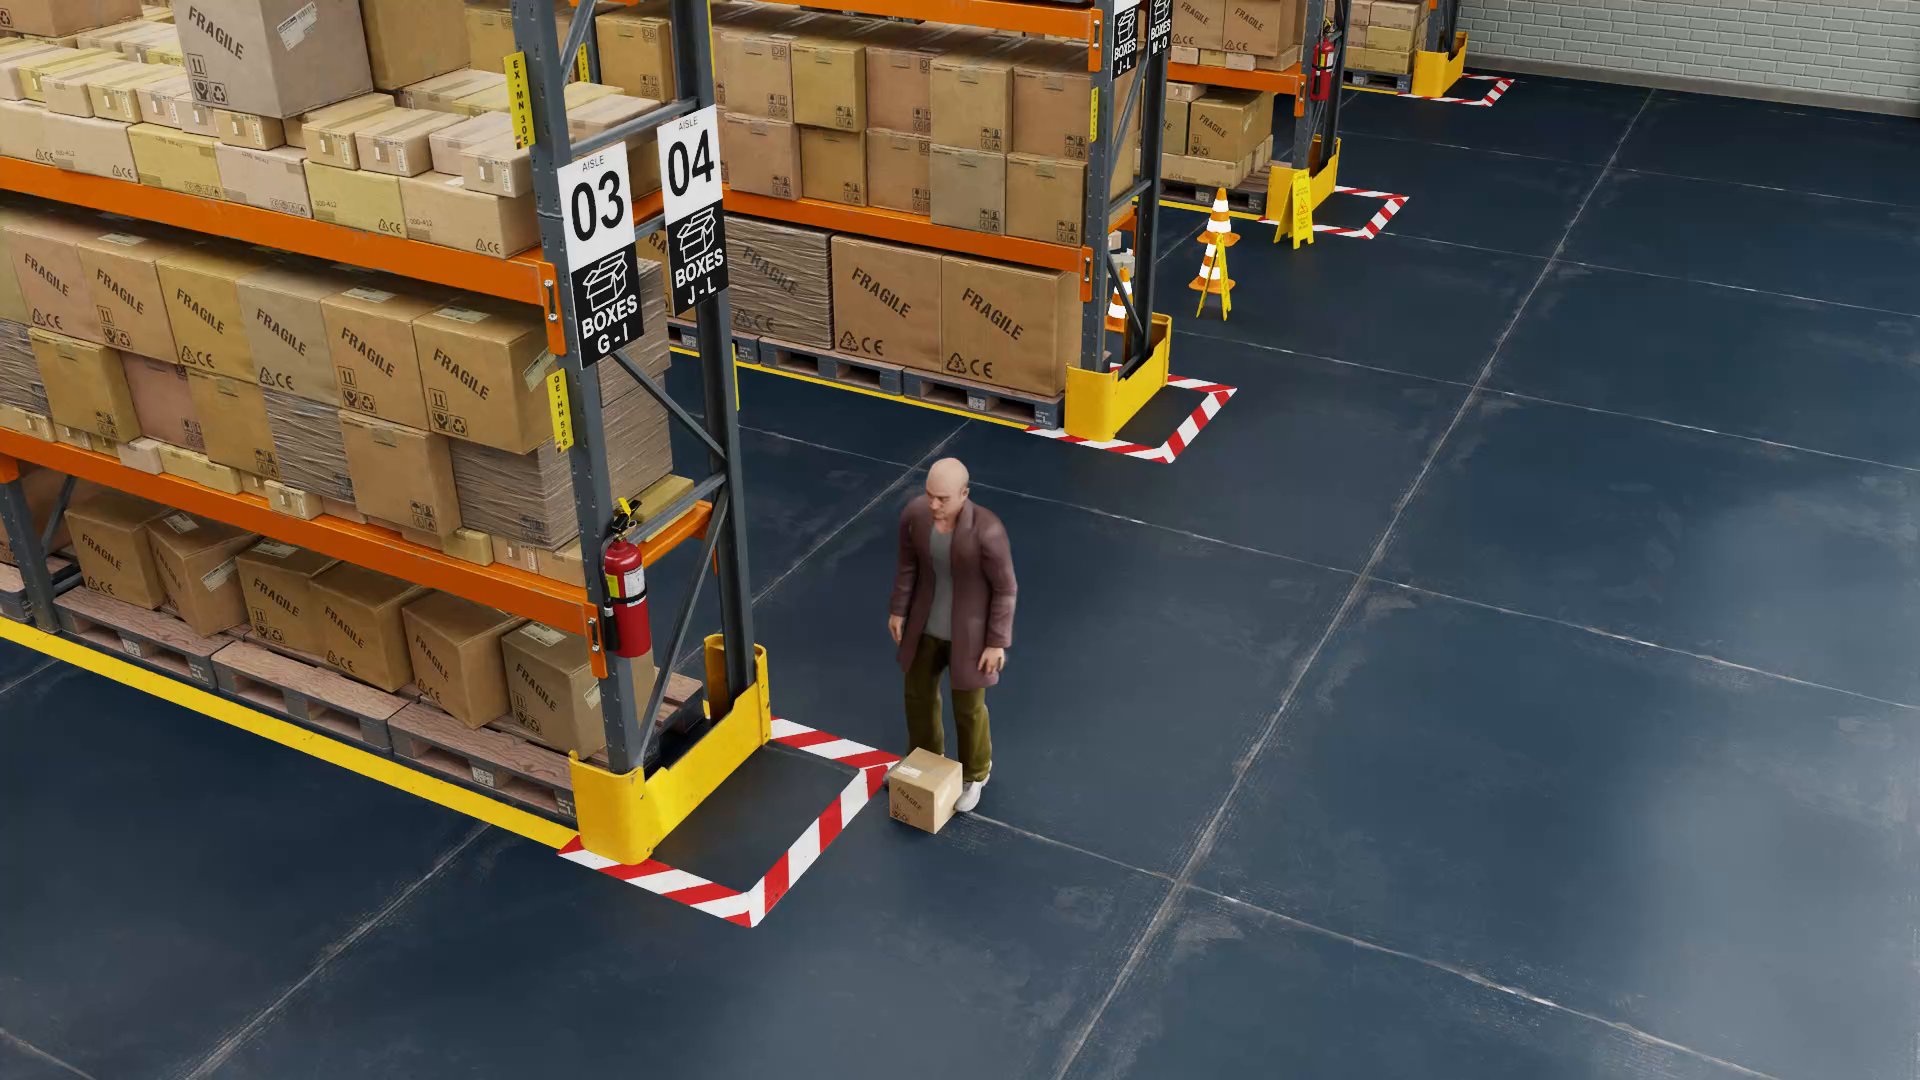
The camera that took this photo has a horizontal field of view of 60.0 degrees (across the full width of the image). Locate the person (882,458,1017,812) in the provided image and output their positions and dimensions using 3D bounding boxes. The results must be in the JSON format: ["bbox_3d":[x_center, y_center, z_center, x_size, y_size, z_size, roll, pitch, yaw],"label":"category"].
[{"bbox_3d":[-0.048,0.404,7.604,0.641,1.773,0.428,17,34,27],"label":"person"}]
